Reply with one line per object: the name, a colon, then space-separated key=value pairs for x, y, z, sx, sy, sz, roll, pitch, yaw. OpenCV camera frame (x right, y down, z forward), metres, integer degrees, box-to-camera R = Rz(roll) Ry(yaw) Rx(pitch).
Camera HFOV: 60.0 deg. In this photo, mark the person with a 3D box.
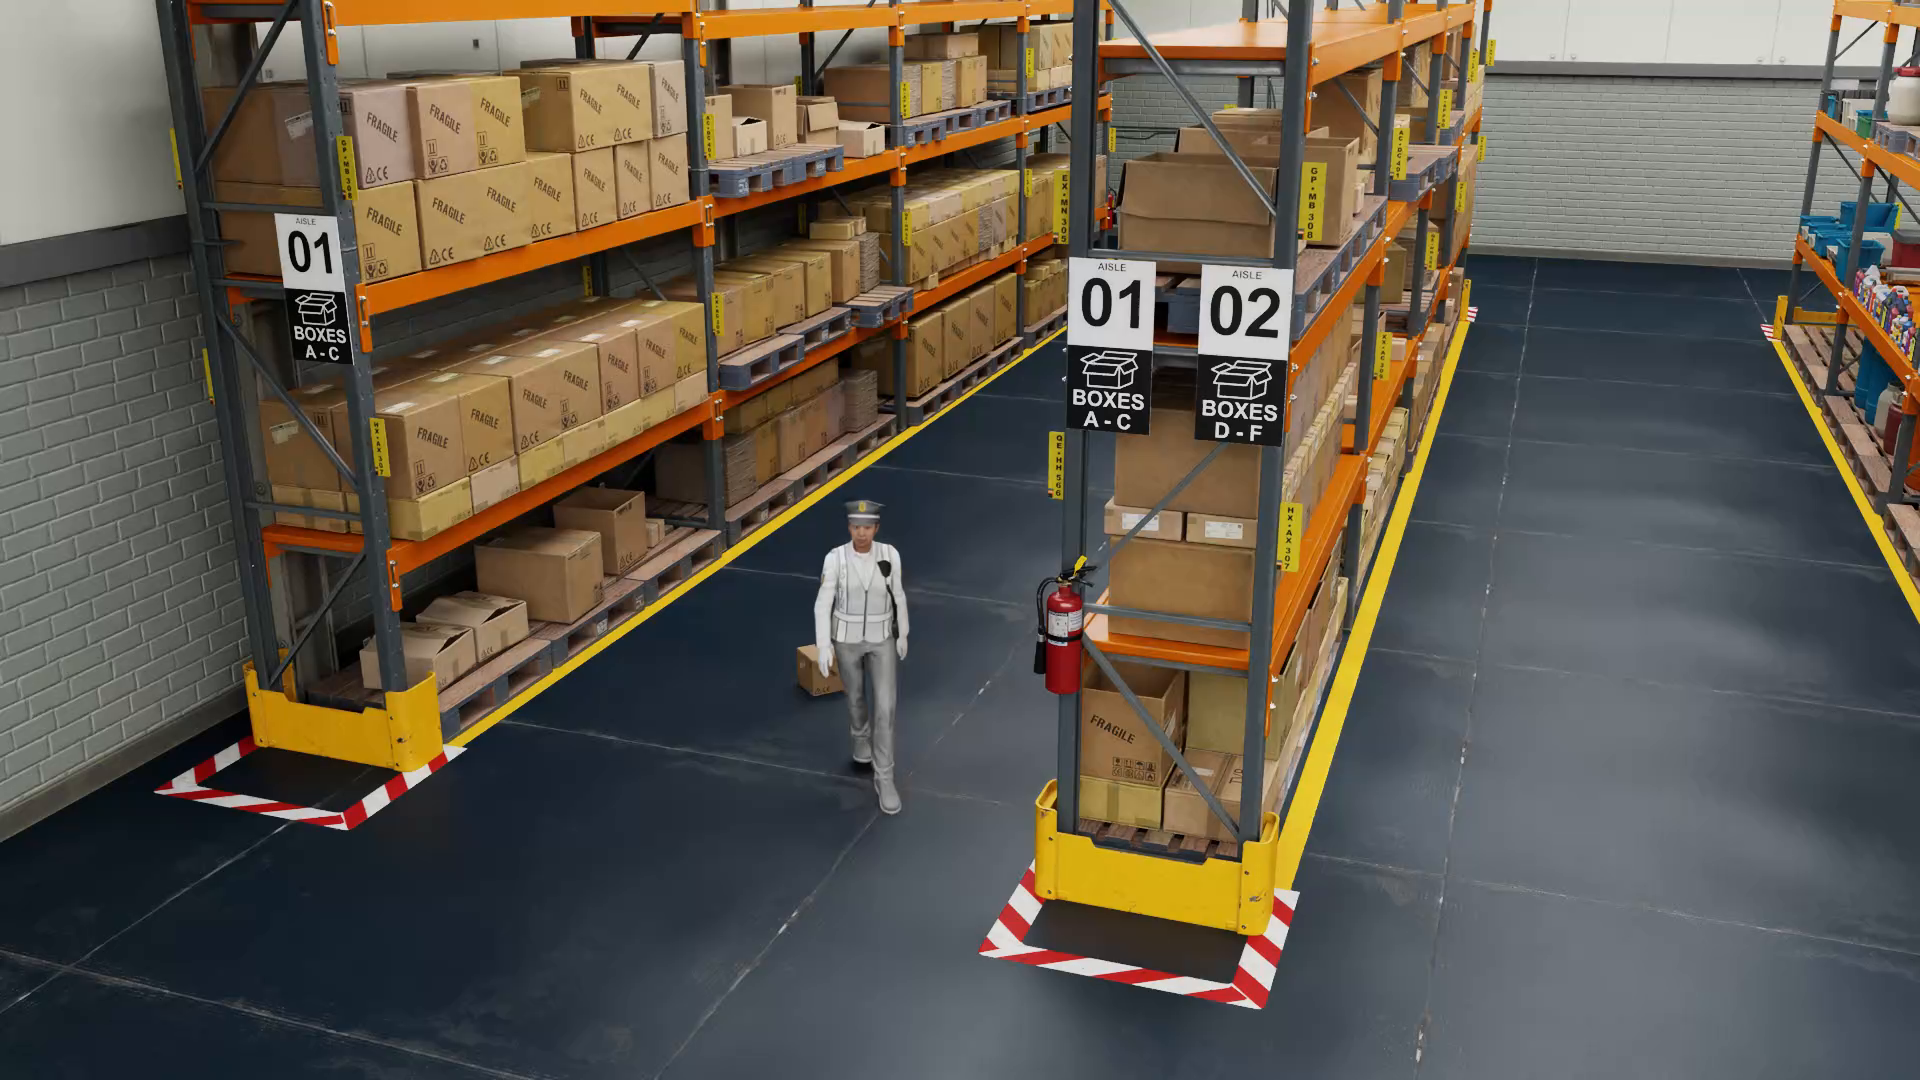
person: x=-0.541 y=0.585 z=9.260 sx=0.533 sy=1.667 sz=0.877 roll=-1 pitch=19 yaw=-4
